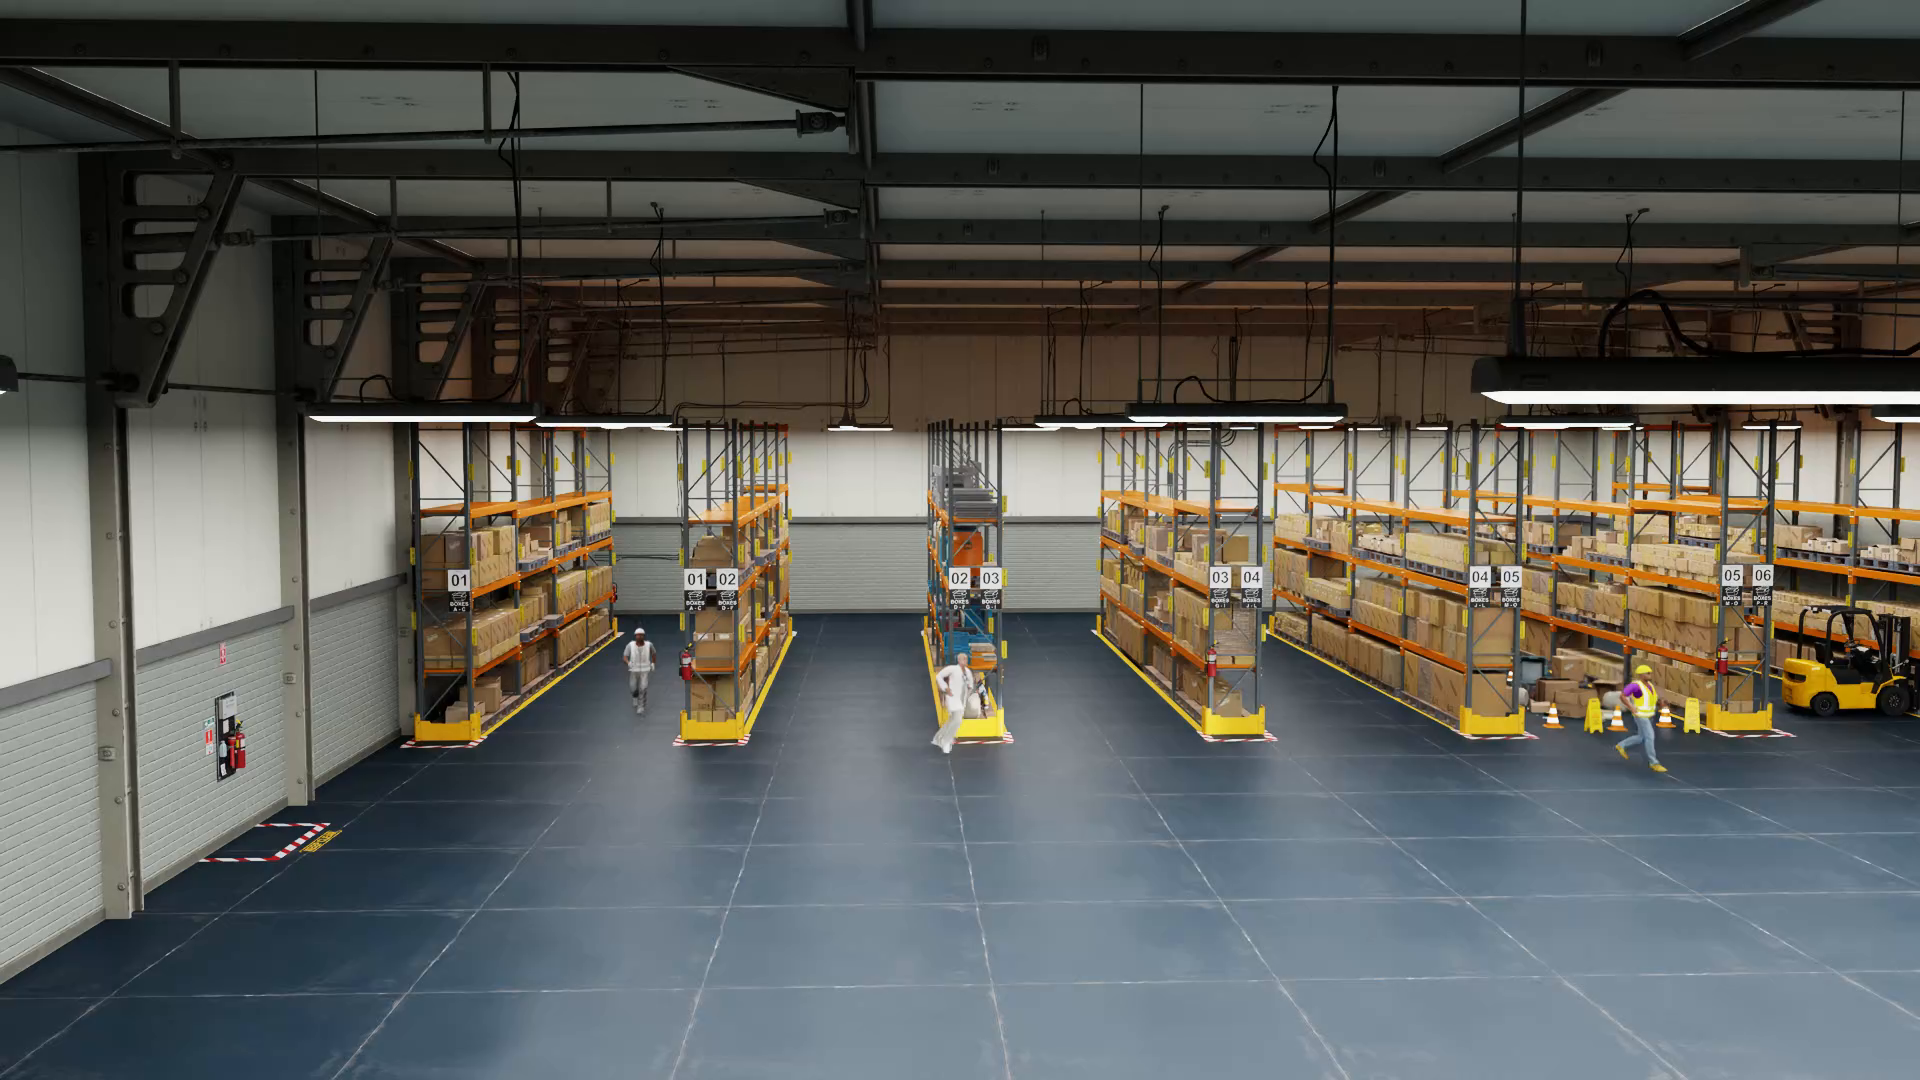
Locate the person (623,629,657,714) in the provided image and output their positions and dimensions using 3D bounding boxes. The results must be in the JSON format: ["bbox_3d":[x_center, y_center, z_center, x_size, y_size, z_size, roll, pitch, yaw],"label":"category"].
[{"bbox_3d":[-6.542,2.673,34.019,0.678,1.741,0.679,-1,4,-11],"label":"person"}]

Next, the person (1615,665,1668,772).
[{"bbox_3d":[11.650,3.018,28.403,0.690,1.773,0.970,-3,5,-41],"label":"person"}]

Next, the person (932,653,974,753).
[{"bbox_3d":[-0.101,2.942,30.105,0.723,1.792,0.752,3,5,41],"label":"person"}]
